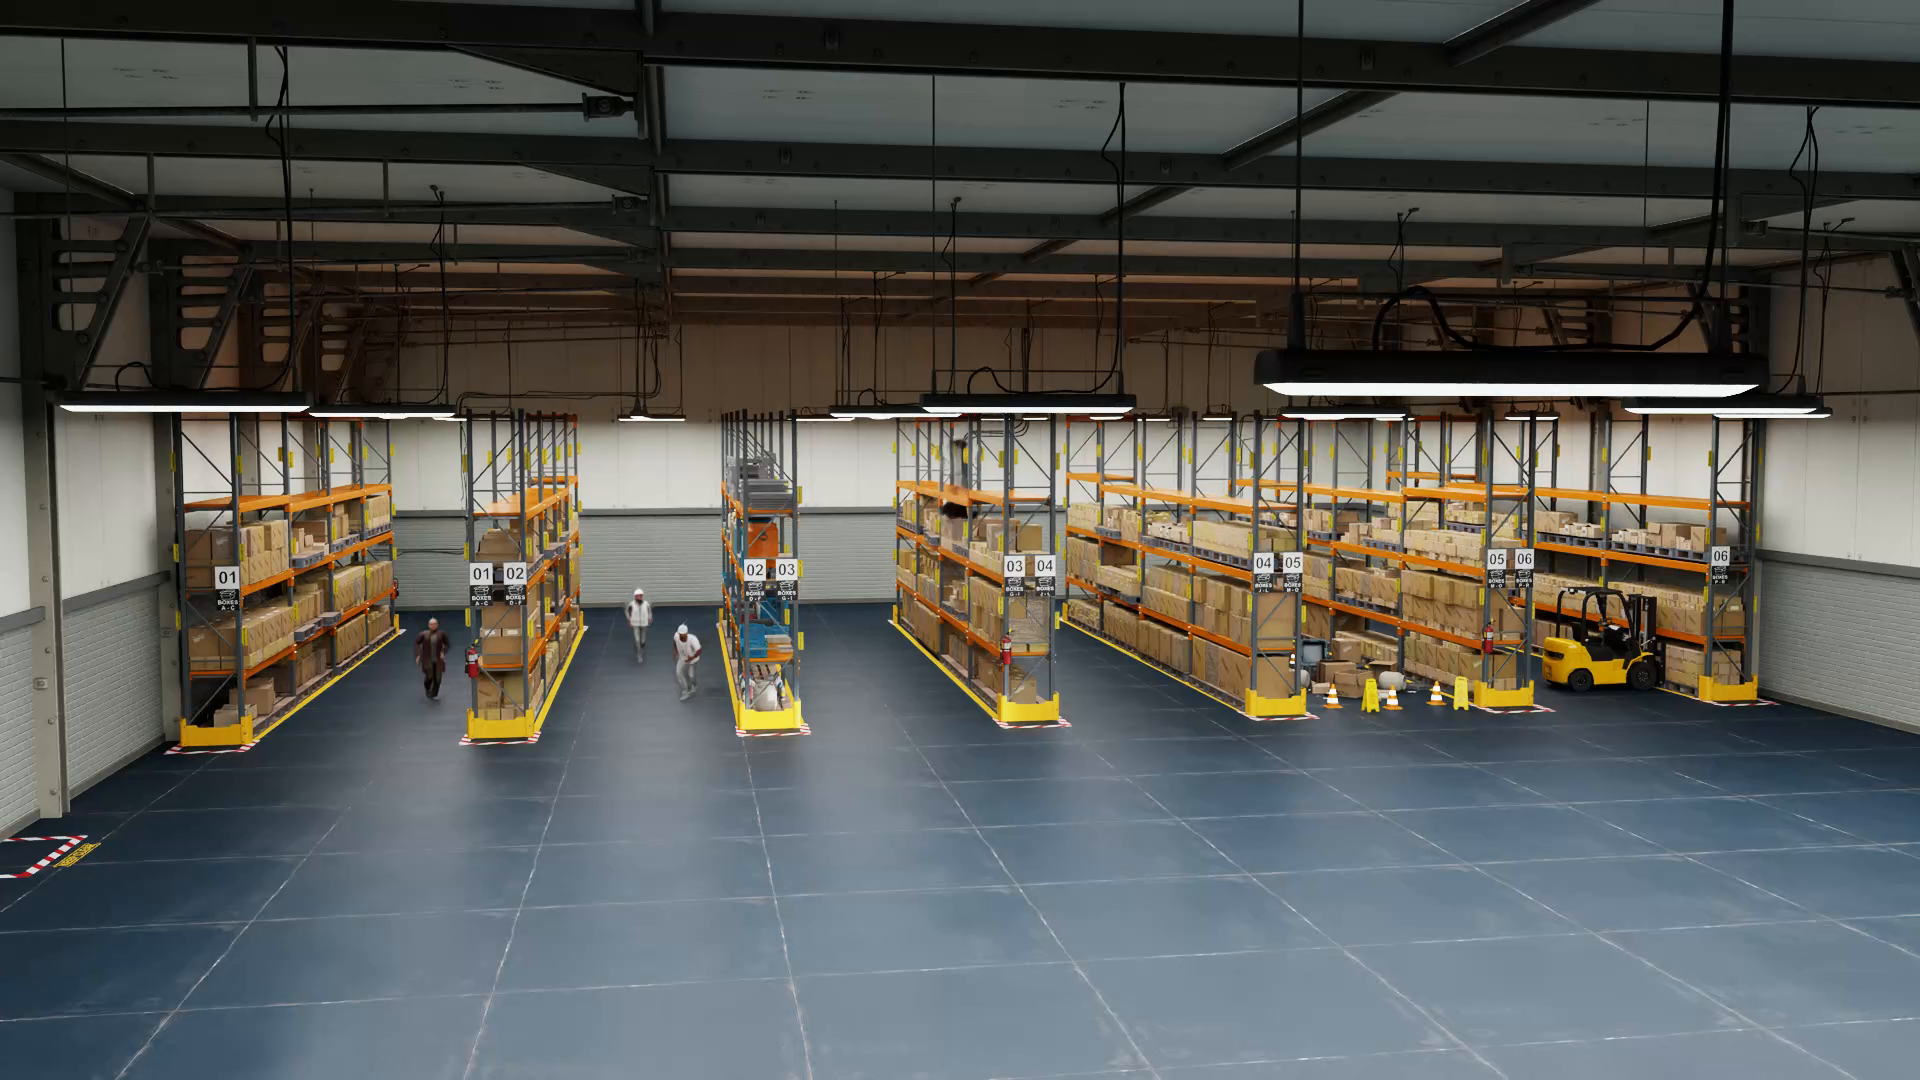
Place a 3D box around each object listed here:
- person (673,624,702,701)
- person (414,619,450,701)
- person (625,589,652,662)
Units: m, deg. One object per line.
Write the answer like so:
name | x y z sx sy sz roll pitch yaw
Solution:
person | -5.639 2.501 34.628 0.719 1.589 1.126 1 4 13
person | -10.820 2.473 34.150 0.700 1.722 0.672 -2 4 -24
person | -7.783 2.055 40.277 0.647 1.751 0.828 -1 4 -20
